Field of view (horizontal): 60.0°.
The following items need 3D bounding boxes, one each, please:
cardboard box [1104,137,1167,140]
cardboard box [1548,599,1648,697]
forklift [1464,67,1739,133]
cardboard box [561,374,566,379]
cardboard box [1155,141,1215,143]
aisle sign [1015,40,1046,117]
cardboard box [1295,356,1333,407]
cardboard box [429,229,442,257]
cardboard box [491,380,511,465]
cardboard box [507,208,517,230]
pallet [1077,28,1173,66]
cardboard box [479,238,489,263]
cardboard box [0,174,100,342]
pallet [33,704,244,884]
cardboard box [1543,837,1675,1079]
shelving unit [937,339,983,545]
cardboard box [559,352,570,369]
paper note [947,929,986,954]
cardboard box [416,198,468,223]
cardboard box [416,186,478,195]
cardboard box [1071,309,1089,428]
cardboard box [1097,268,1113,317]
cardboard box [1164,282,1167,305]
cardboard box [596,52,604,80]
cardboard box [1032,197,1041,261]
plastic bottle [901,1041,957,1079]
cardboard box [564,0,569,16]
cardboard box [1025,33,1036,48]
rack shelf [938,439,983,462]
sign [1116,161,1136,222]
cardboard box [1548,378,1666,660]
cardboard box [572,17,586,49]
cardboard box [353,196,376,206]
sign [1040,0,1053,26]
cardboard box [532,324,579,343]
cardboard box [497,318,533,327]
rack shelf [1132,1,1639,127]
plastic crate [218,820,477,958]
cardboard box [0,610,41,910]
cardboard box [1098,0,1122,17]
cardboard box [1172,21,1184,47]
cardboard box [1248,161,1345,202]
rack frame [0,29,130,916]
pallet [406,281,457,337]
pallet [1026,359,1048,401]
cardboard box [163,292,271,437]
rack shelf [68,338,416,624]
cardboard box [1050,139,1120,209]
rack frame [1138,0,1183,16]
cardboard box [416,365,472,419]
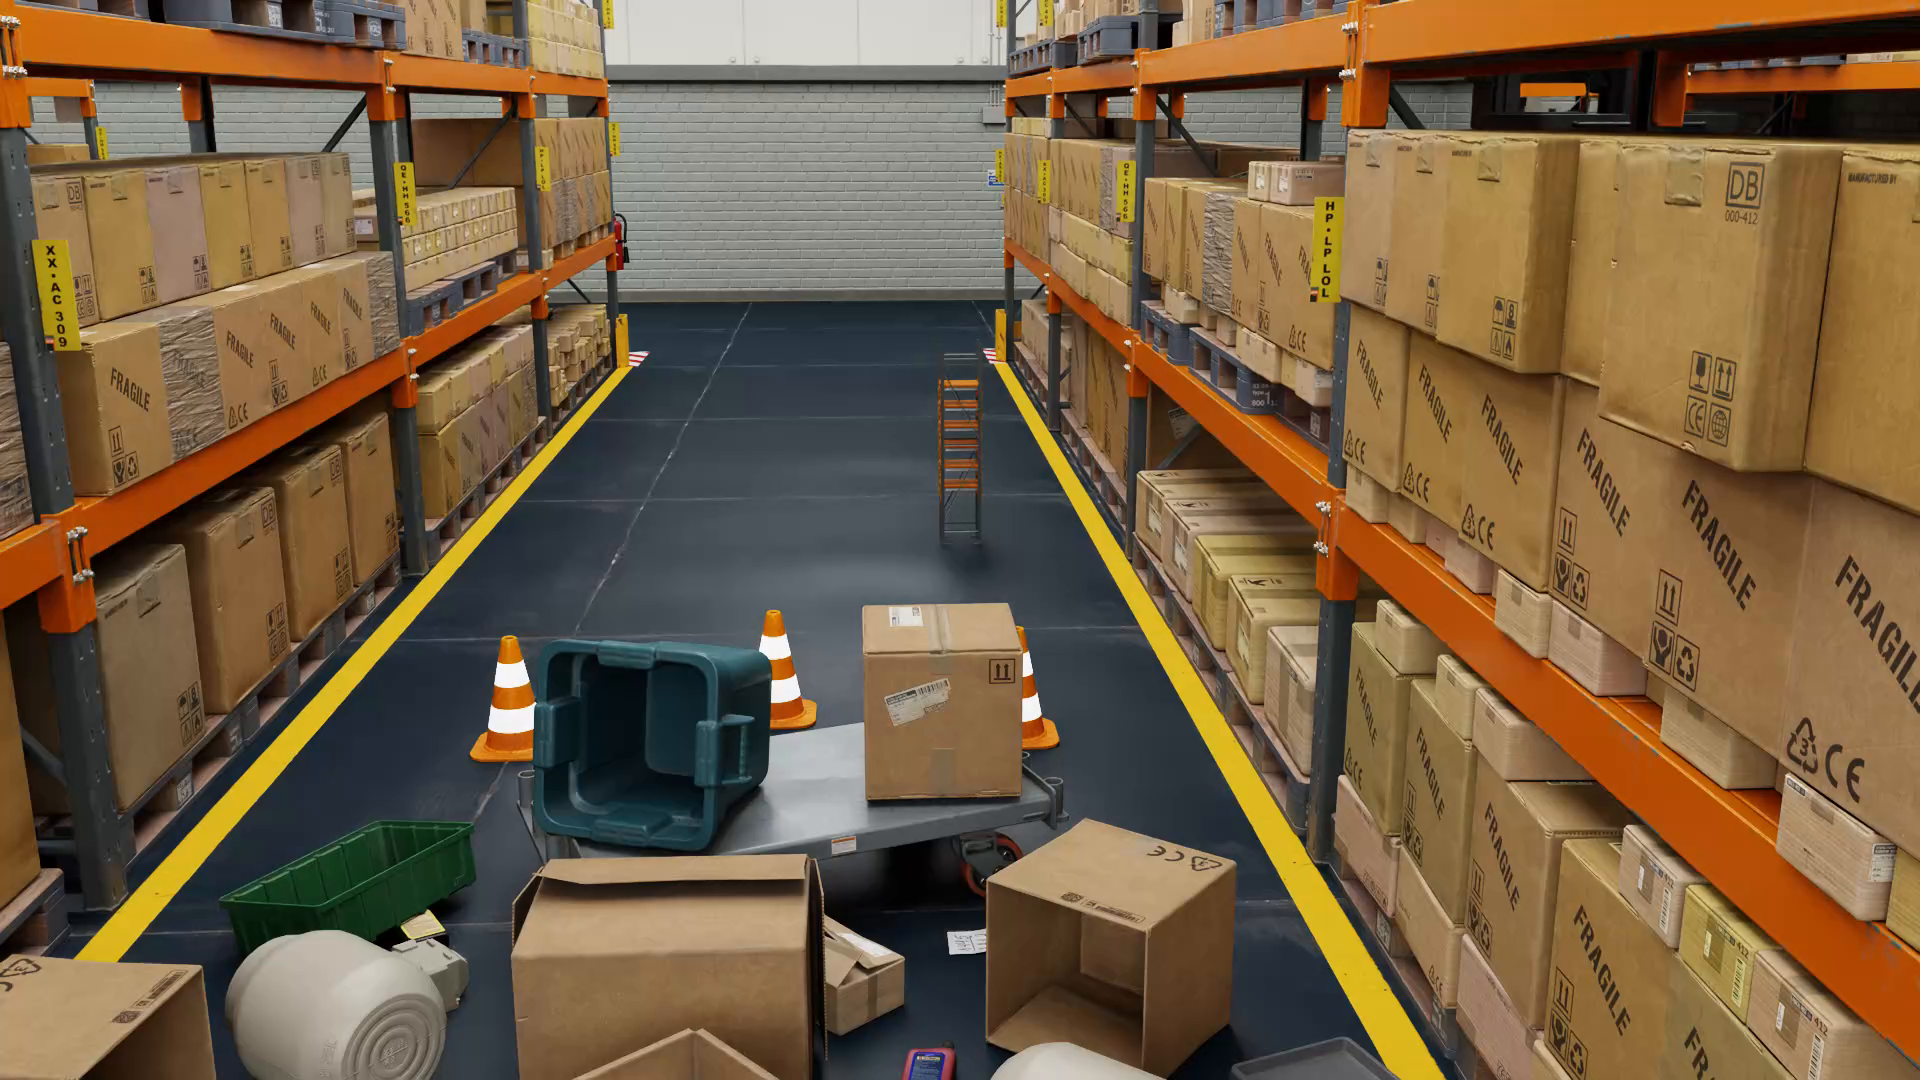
[{"bbox_3d":[1.425,-3.002,13.468,0.500,0.500,0.500,-1,14,-3],"label":"cardboard box"},{"bbox_3d":[1.521,0.228,3.626,0.380,0.149,0.250,-1,14,-4],"label":"cardboard box"},{"bbox_3d":[3.389,-1.270,9.081,1.130,2.935,3.031,-1,14,-5],"label":"forklift"},{"bbox_3d":[-3.507,-1.291,13.904,0.380,0.149,0.250,-1,14,-4],"label":"cardboard box"},{"bbox_3d":[1.542,-2.518,11.586,0.500,0.500,0.500,0,14,-2],"label":"cardboard box"},{"bbox_3d":[0.671,-4.615,16.725,0.394,0.787,0.004,-1,14,-3],"label":"aisle sign"},{"bbox_3d":[1.401,-0.563,5.857,0.380,0.149,0.250,-1,14,-3],"label":"cardboard box"},{"bbox_3d":[-3.358,-1.797,10.054,0.380,0.149,0.250,-1,14,-3],"label":"cardboard box"},{"bbox_3d":[-3.365,-0.803,11.303,0.500,0.500,0.500,-1,14,-5],"label":"cardboard box"},{"bbox_3d":[-3.500,-2.376,12.305,0.380,0.149,0.250,0,14,-2],"label":"cardboard box"},{"bbox_3d":[1.295,-3.151,10.614,1.003,0.211,1.213,0,14,-1],"label":"pallet"},{"bbox_3d":[-3.431,-1.974,11.340,0.380,0.149,0.250,-2,15,-6],"label":"cardboard box"},{"bbox_3d":[-3.263,-0.912,5.346,0.700,0.500,0.500,-1,14,-4],"label":"cardboard box"},{"bbox_3d":[-3.349,0.903,6.092,1.003,0.211,1.213,-1,14,-3],"label":"pallet"},{"bbox_3d":[1.586,0.951,3.479,0.500,0.500,0.500,-1,14,-5],"label":"cardboard box"},{"bbox_3d":[0.001,-0.577,9.863,0.258,1.200,0.189,-1,14,-3],"label":"shelving unit"},{"bbox_3d":[-3.588,-1.565,14.372,0.380,0.149,0.250,0,14,-1],"label":"cardboard box"},{"bbox_3d":[0.038,1.238,5.153,0.148,0.019,0.142,-1,14,-3],"label":"paper note"},{"bbox_3d":[-3.404,-2.128,10.744,0.380,0.149,0.250,-1,14,-4],"label":"cardboard box"},{"bbox_3d":[-4.034,-2.554,13.137,0.500,0.500,0.500,-1,14,-3],"label":"cardboard box"},{"bbox_3d":[1.331,-1.369,12.748,0.875,0.875,0.875,0,14,-2],"label":"cardboard box"},{"bbox_3d":[1.123,-1.529,10.249,0.500,0.250,0.500,-1,14,-2],"label":"cardboard box"},{"bbox_3d":[1.279,-1.280,8.643,0.380,0.149,0.250,-2,15,-7],"label":"cardboard box"},{"bbox_3d":[-3.677,-4.512,15.823,0.500,0.250,0.500,-1,14,-5],"label":"cardboard box"},{"bbox_3d":[0.891,-2.635,14.048,0.500,0.500,0.500,-1,14,-5],"label":"cardboard box"},{"bbox_3d":[-0.084,1.415,4.404,0.133,0.061,0.283,2,15,6],"label":"plastic bottle"},{"bbox_3d":[-3.582,-4.595,14.343,0.380,0.149,0.250,-1,14,-5],"label":"cardboard box"},{"bbox_3d":[0.803,-4.651,15.524,0.380,0.149,0.250,0,14,-1],"label":"cardboard box"},{"bbox_3d":[0.001,-0.534,9.874,0.258,0.103,0.180,-1,14,-3],"label":"rack shelf"},{"bbox_3d":[0.907,-1.904,9.083,0.100,0.325,0.005,-1,14,-3],"label":"sign"},{"bbox_3d":[1.581,-0.062,3.449,0.500,0.500,0.500,-1,14,-3],"label":"cardboard box"},{"bbox_3d":[-3.625,-4.498,14.765,0.500,0.250,0.500,-1,14,-3],"label":"cardboard box"},{"bbox_3d":[-4.075,-2.189,10.983,0.380,0.149,0.250,0,14,-1],"label":"cardboard box"},{"bbox_3d":[0.659,-4.080,12.648,0.100,0.325,0.005,-1,14,-3],"label":"sign"},{"bbox_3d":[-3.607,-1.835,14.822,0.380,0.149,0.250,-1,14,-3],"label":"cardboard box"},{"bbox_3d":[-4.145,-1.955,15.290,0.380,0.149,0.250,0,14,-1],"label":"cardboard box"},{"bbox_3d":[1.584,-1.960,7.047,1.077,0.370,4.000,-1,14,-3],"label":"rack shelf"},{"bbox_3d":[-1.908,1.101,5.257,0.450,0.188,0.662,-4,11,28],"label":"plastic crate"},{"bbox_3d":[-3.257,0.727,4.603,0.875,0.875,0.875,-1,14,-3],"label":"cardboard box"},{"bbox_3d":[1.209,-3.300,9.771,0.700,0.500,0.500,-2,15,-6],"label":"cardboard box"},{"bbox_3d":[1.310,-2.603,8.607,0.380,0.149,0.250,-1,14,-3],"label":"cardboard box"},{"bbox_3d":[1.358,-1.418,6.577,0.380,0.149,0.250,-2,15,-6],"label":"cardboard box"},{"bbox_3d":[-3.226,-0.256,5.003,1.000,3.000,0.127,-1,14,-3],"label":"rack frame"},{"bbox_3d":[-3.624,-1.334,9.576,1.213,0.211,1.003,-1,14,-3],"label":"pallet"},{"bbox_3d":[1.165,-1.491,15.400,1.003,0.211,1.213,-1,14,-3],"label":"pallet"},{"bbox_3d":[-3.050,-0.690,6.486,0.500,0.500,0.500,-1,14,-4],"label":"cardboard box"},{"bbox_3d":[-3.350,-0.405,7.026,1.077,0.370,4.000,-1,14,-3],"label":"rack shelf"},{"bbox_3d":[0.953,-2.766,12.551,0.500,0.500,0.500,-1,14,-3],"label":"cardboard box"},{"bbox_3d":[1.460,-4.258,8.517,1.000,3.000,0.127,-1,14,-3],"label":"rack frame"},{"bbox_3d":[-3.306,-0.908,10.206,0.500,0.250,0.500,-1,14,-4],"label":"cardboard box"}]
